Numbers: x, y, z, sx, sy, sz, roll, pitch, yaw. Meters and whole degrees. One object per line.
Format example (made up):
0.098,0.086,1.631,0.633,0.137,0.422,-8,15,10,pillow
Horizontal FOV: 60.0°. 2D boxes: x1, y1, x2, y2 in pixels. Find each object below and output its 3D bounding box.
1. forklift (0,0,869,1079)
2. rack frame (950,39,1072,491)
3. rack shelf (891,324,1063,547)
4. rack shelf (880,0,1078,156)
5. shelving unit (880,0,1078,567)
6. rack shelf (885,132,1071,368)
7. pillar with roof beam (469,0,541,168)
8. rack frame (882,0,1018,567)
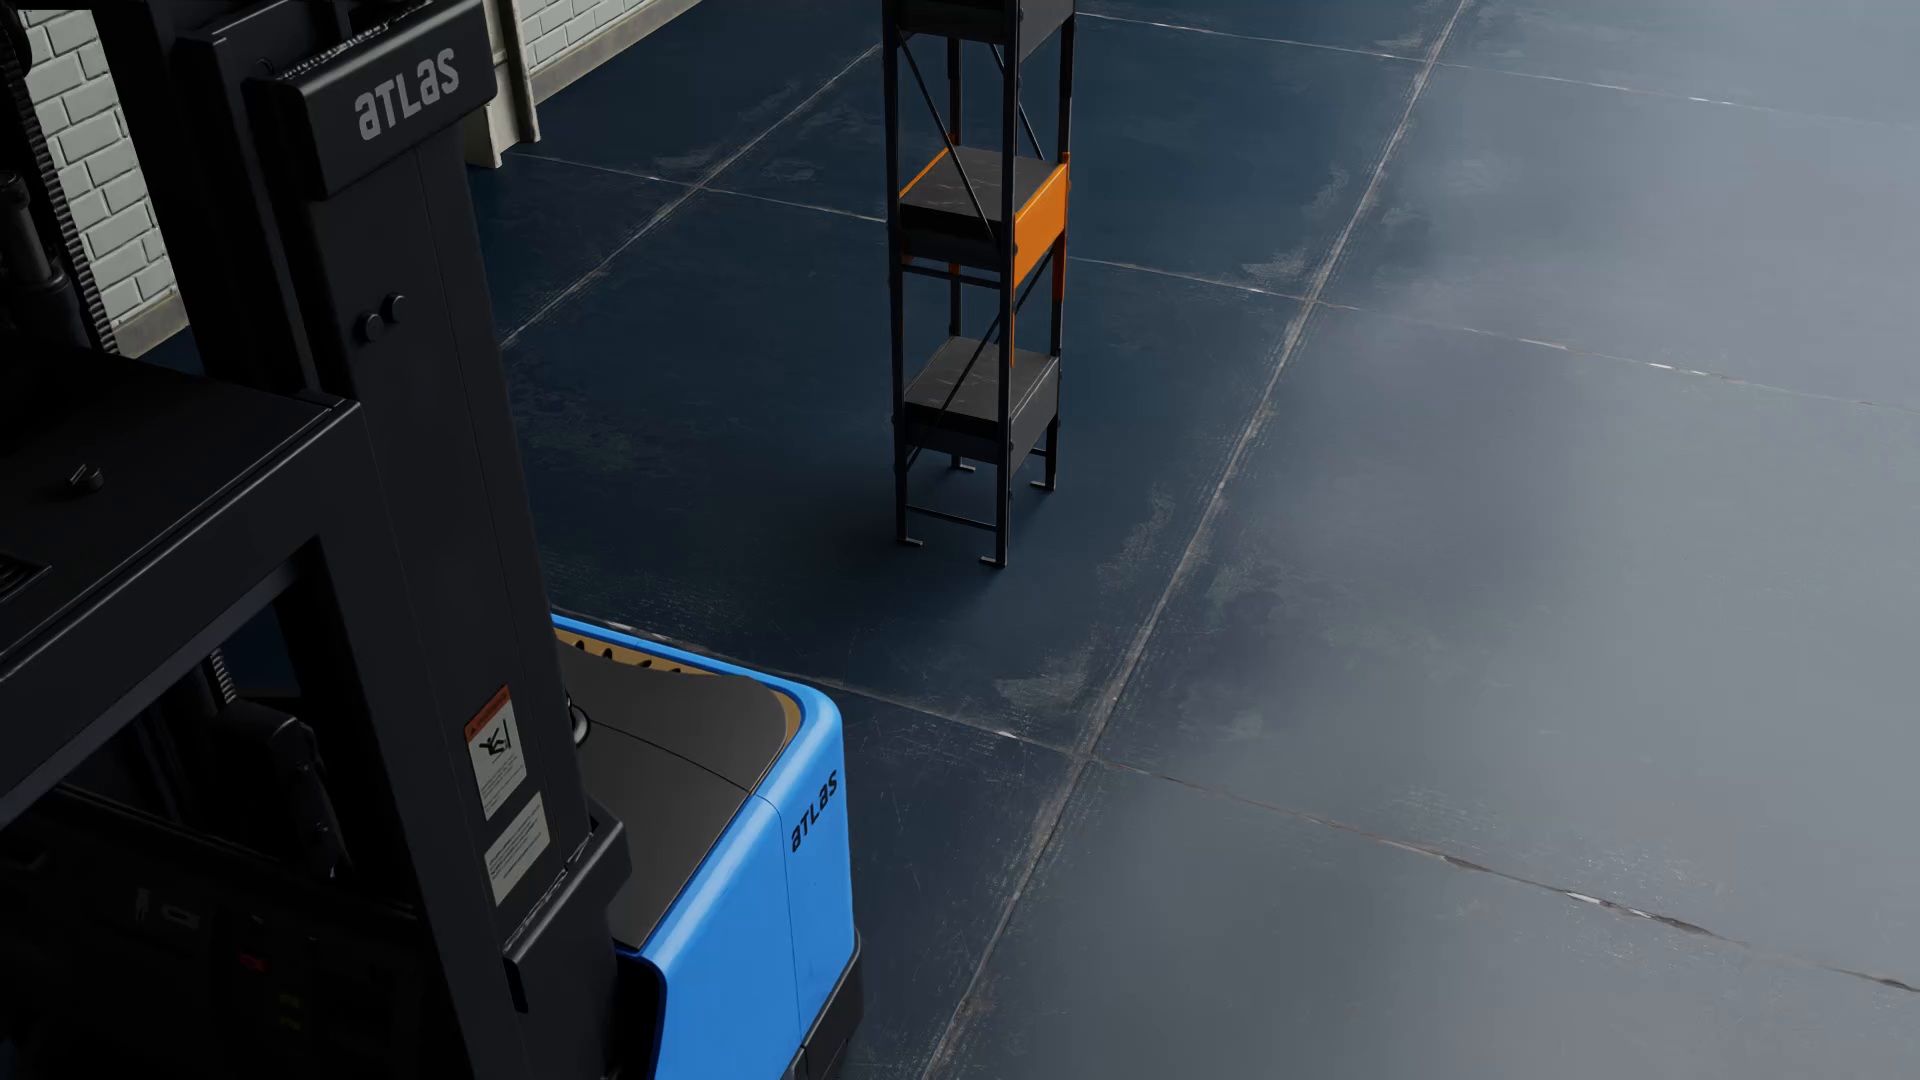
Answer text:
-1.253,0.706,2.358,1.130,2.935,3.031,14,39,18,forklift
0.156,-1.068,5.425,0.400,2.100,0.015,14,39,18,rack frame
0.063,-0.361,5.671,0.431,0.518,0.480,14,39,18,rack shelf
0.063,-1.482,4.833,0.431,0.518,0.480,14,39,18,rack shelf
0.063,-0.933,5.244,0.431,2.100,0.503,14,39,18,shelving unit
0.063,-0.922,5.252,0.431,0.518,0.480,14,39,18,rack shelf
1.626,-4.600,4.388,9.100,9.000,0.400,14,39,18,pillar with roof beam
-0.030,-0.798,5.063,0.400,2.100,0.015,14,39,18,rack frame
